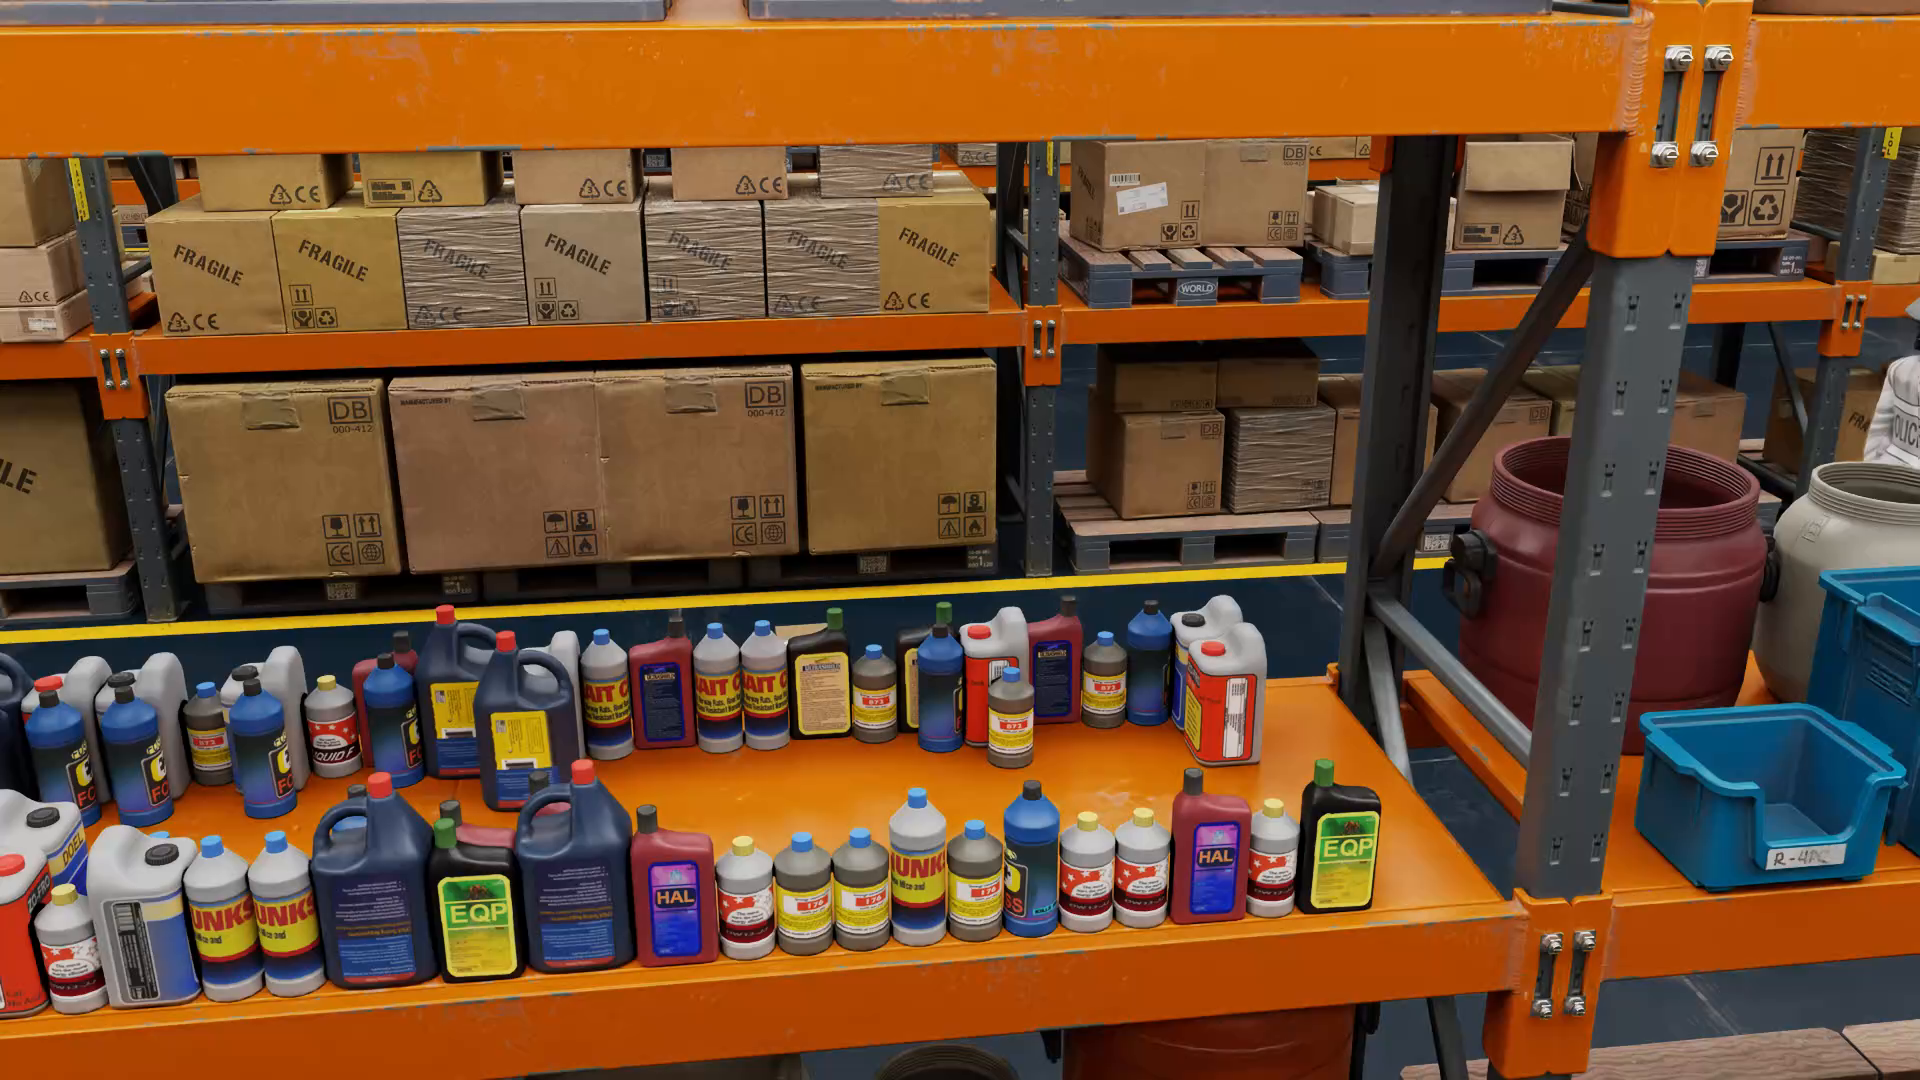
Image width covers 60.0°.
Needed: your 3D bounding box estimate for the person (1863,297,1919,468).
[{"bbox_3d":[3.742,-0.111,6.380,0.690,1.743,0.484,2,20,4],"label":"person"}]
